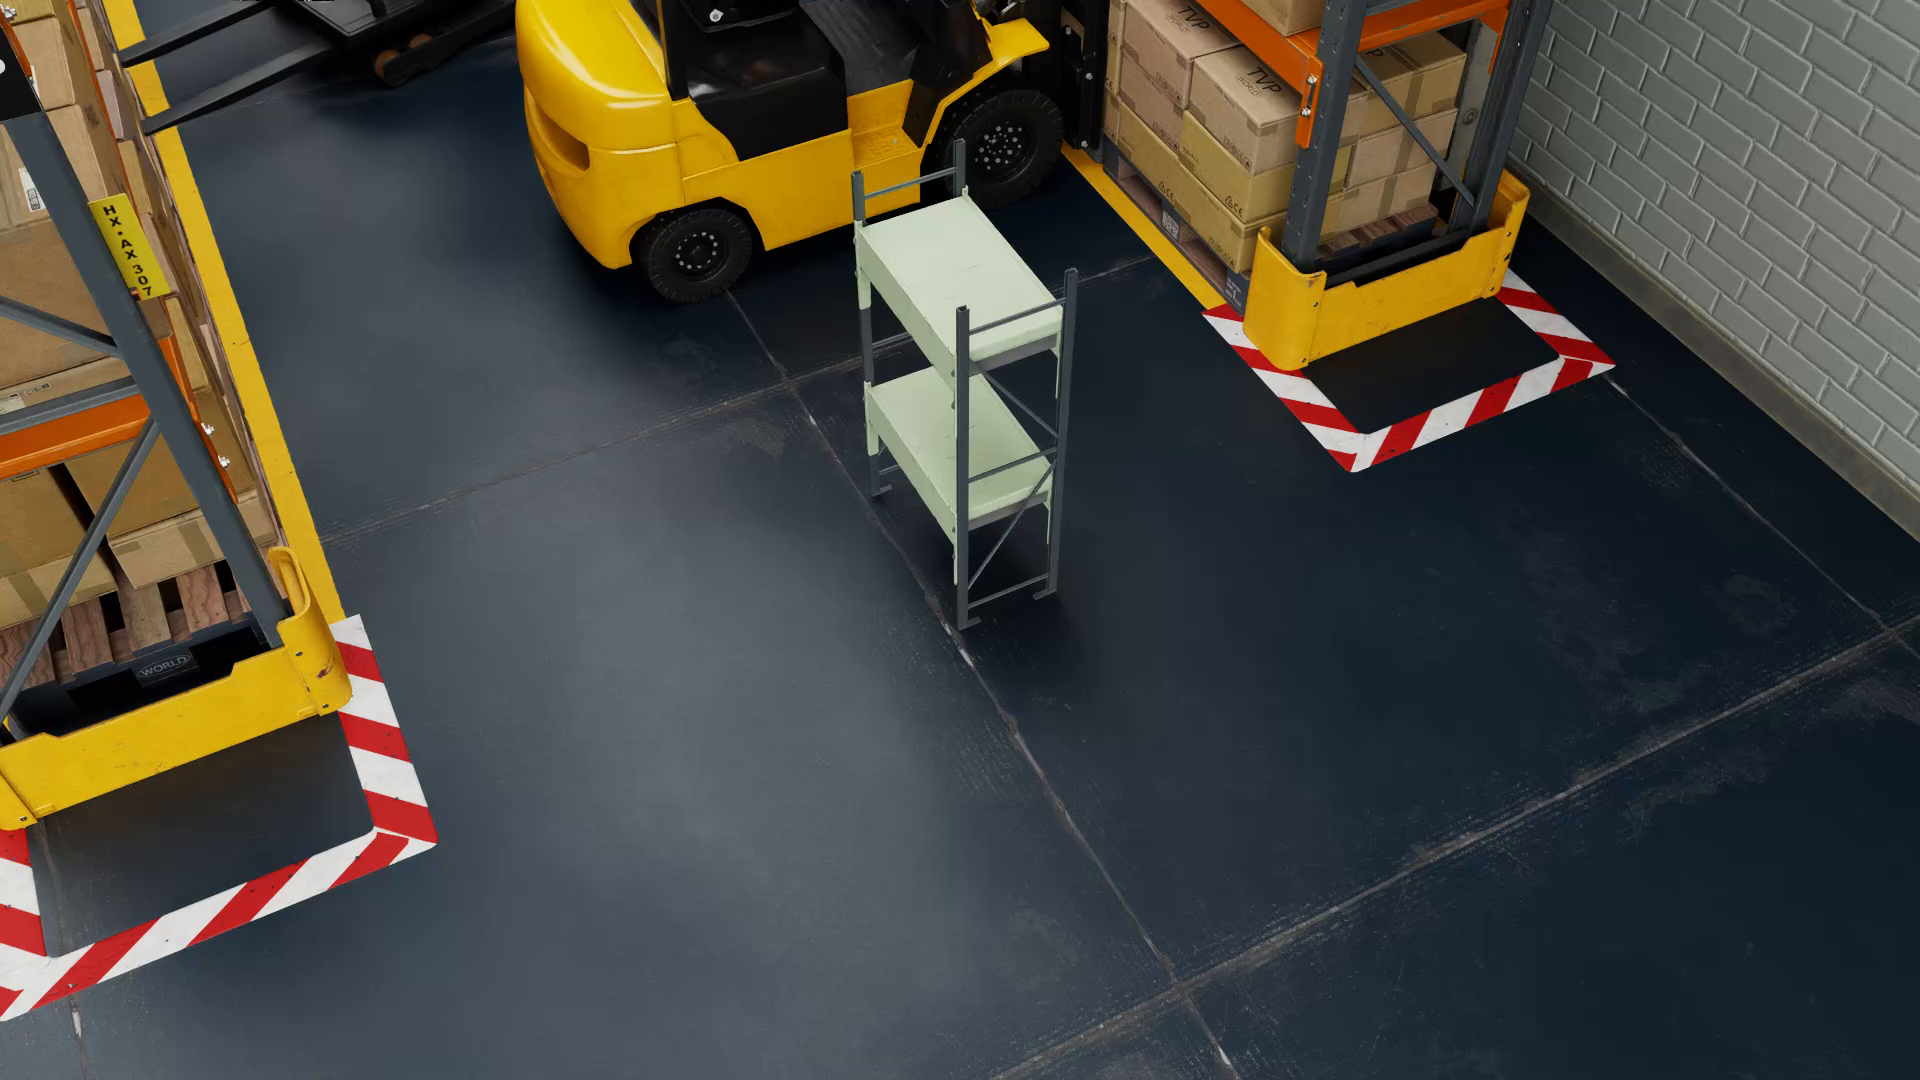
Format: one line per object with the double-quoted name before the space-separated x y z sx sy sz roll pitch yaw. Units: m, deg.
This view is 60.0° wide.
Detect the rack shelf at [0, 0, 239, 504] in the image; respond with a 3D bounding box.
"rack shelf" -3.569 -1.390 5.951 1.077 0.370 4.000 -21 52 -18

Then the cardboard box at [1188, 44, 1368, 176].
"cardboard box" 1.270 -1.763 6.683 0.500 0.250 0.500 -20 52 -16

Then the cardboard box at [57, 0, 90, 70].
"cardboard box" -3.338 -1.855 5.616 0.500 0.500 0.500 -22 52 -18

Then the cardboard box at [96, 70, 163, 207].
"cardboard box" -3.506 -1.460 6.584 0.500 0.500 0.500 -19 51 -16

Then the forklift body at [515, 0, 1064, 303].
"forklift body" -0.732 -2.361 6.886 2.313 2.155 1.214 -21 52 -18

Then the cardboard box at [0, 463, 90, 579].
"cardboard box" -3.252 -0.214 5.494 0.500 0.500 0.500 -21 52 -17

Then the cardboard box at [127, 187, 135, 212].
"cardboard box" -2.878 -1.059 5.350 0.380 0.149 0.250 -20 52 -17

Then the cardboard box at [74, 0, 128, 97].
"cardboard box" -3.975 -2.141 7.180 0.500 0.500 0.500 -22 52 -18

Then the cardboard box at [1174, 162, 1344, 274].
"cardboard box" 1.262 -1.439 7.063 0.500 0.250 0.500 -21 52 -17

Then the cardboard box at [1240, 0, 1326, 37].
"cardboard box" 1.299 -2.272 6.178 0.500 0.500 0.500 -22 52 -18

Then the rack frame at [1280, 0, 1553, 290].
"rack frame" 1.758 -2.000 6.007 1.000 3.000 0.127 -21 52 -18

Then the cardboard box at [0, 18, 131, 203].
"cardboard box" -2.864 -1.177 5.022 0.500 0.500 0.500 -20 52 -16

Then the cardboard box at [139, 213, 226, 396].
"cardboard box" -3.032 -0.767 5.978 0.500 0.500 0.500 -23 53 -19

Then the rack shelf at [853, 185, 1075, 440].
"rack shelf" 0.003 -0.746 5.388 0.431 0.370 0.720 -21 52 -18

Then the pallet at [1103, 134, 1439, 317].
"pallet" 1.371 -1.580 7.491 1.003 0.211 1.213 -21 52 -18

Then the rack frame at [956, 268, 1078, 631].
"rack frame" 0.171 -0.244 5.467 0.400 1.500 0.023 -21 52 -18

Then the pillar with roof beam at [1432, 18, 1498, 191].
"pillar with roof beam" -1.587 -3.269 3.131 9.100 9.000 0.400 -21 52 -18

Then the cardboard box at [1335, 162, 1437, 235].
"cardboard box" 1.707 -1.629 7.230 0.500 0.250 0.500 -21 52 -17

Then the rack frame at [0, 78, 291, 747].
"rack frame" -2.654 -0.288 4.509 1.000 3.000 0.127 -21 52 -18

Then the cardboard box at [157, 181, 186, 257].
"cardboard box" -3.494 -1.200 6.855 0.500 0.250 0.500 -20 52 -17

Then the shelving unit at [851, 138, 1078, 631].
"shelving unit" 0.003 -0.489 5.682 0.431 1.500 0.755 -21 52 -18

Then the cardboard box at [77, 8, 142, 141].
"cardboard box" -3.741 -1.802 6.882 0.500 0.500 0.500 -20 52 -17

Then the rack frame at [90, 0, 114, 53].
"rack frame" -4.484 -2.965 6.851 1.000 3.000 0.127 -21 52 -18

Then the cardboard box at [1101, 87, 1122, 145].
"cardboard box" 0.822 -2.113 7.653 0.500 0.250 0.500 -21 52 -17

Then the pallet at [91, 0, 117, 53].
"pallet" -4.842 -2.568 8.355 1.003 0.211 1.213 -21 52 -18

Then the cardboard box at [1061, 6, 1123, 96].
"cardboard box" 0.782 -2.293 7.479 0.500 0.250 0.500 -22 52 -18

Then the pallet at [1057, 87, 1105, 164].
"pallet" 0.816 -2.395 8.204 1.003 0.211 1.213 -21 52 -18

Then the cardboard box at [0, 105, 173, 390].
"cardboard box" -2.624 -0.831 4.720 0.500 0.500 0.500 -22 52 -18

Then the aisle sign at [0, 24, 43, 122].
"aisle sign" -2.350 -1.209 3.588 0.394 0.787 0.004 -21 52 -18

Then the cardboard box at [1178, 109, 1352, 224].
"cardboard box" 1.257 -1.616 6.886 0.500 0.250 0.500 -22 52 -18

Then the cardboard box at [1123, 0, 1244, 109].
"cardboard box" 1.031 -2.103 6.980 0.500 0.250 0.500 -20 52 -17

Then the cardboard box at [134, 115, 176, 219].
"cardboard box" -3.722 -1.542 7.154 0.500 0.250 0.500 -22 53 -18

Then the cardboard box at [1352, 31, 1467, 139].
"cardboard box" 1.706 -1.949 6.845 0.500 0.250 0.500 -22 52 -18

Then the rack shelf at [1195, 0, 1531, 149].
"rack shelf" 0.843 -3.102 7.448 1.077 0.370 4.000 -21 52 -18

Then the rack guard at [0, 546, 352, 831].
"rack guard" -2.689 0.484 5.494 1.175 0.500 0.348 -21 52 -18

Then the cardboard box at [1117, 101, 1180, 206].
"cardboard box" 1.043 -1.775 7.357 0.500 0.250 0.500 -21 52 -18

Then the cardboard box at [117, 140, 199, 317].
"cardboard box" -3.254 -1.106 6.274 0.500 0.500 0.500 -20 52 -17

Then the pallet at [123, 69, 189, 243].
"pallet" -4.146 -1.610 7.518 1.003 0.211 1.213 -21 52 -18

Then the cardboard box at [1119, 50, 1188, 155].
"cardboard box" 1.037 -1.955 7.183 0.500 0.250 0.500 -22 52 -18

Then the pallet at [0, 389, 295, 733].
"pallet" -3.029 0.023 6.089 1.003 0.211 1.213 -21 52 -18

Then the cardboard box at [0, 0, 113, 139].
"cardboard box" -3.098 -1.517 5.320 0.500 0.500 0.500 -22 52 -18

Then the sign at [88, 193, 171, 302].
"sign" -2.172 -0.760 4.347 0.100 0.325 0.005 -21 52 -18

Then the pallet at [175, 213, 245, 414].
"pallet" -3.583 -0.792 6.803 1.003 0.211 1.213 -21 52 -18

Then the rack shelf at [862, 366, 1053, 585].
"rack shelf" 0.003 -0.275 5.927 0.431 0.370 0.720 -21 52 -18

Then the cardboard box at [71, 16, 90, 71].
"cardboard box" -3.358 -1.752 5.957 0.380 0.149 0.250 -21 52 -17

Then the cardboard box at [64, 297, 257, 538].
"cardboard box" -2.789 -0.419 5.673 0.500 0.500 0.500 -23 53 -19

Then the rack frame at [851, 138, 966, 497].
"rack frame" -0.164 -0.734 5.896 0.400 1.500 0.023 -21 52 -18

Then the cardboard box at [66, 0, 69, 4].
"cardboard box" -3.598 -2.093 6.255 0.380 0.149 0.250 -22 52 -18

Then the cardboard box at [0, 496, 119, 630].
"cardboard box" -3.274 0.015 5.792 0.500 0.250 0.500 -21 52 -18

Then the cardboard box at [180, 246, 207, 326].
"cardboard box" -3.265 -0.861 6.558 0.500 0.250 0.500 -18 51 -15

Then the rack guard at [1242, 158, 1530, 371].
"rack guard" 1.769 -1.161 6.933 1.175 0.500 0.348 -21 52 -18

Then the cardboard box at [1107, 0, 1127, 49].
"cardboard box" 0.791 -2.437 7.272 0.500 0.250 0.500 -21 52 -17

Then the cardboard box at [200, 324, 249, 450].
"cardboard box" -3.004 -0.500 6.242 0.500 0.250 0.500 -19 52 -16

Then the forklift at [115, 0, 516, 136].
"forklift" -2.957 -3.645 7.490 1.130 2.935 3.031 35 58 27

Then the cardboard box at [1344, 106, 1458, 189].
"cardboard box" 1.727 -1.784 7.033 0.500 0.250 0.500 -20 52 -17

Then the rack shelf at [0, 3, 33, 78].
"rack shelf" -3.569 -2.377 4.821 1.077 0.370 4.000 -21 52 -18

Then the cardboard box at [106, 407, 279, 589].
"cardboard box" -2.777 -0.156 5.941 0.500 0.250 0.500 -22 52 -18

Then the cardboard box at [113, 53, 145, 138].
"cardboard box" -3.975 -1.895 7.462 0.500 0.250 0.500 -19 52 -16

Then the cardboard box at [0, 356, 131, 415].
"cardboard box" -2.625 -0.504 4.865 0.380 0.149 0.250 -21 52 -17

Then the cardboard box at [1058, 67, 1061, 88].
"cardboard box" 0.564 -2.453 7.950 0.500 0.250 0.500 -20 52 -16
